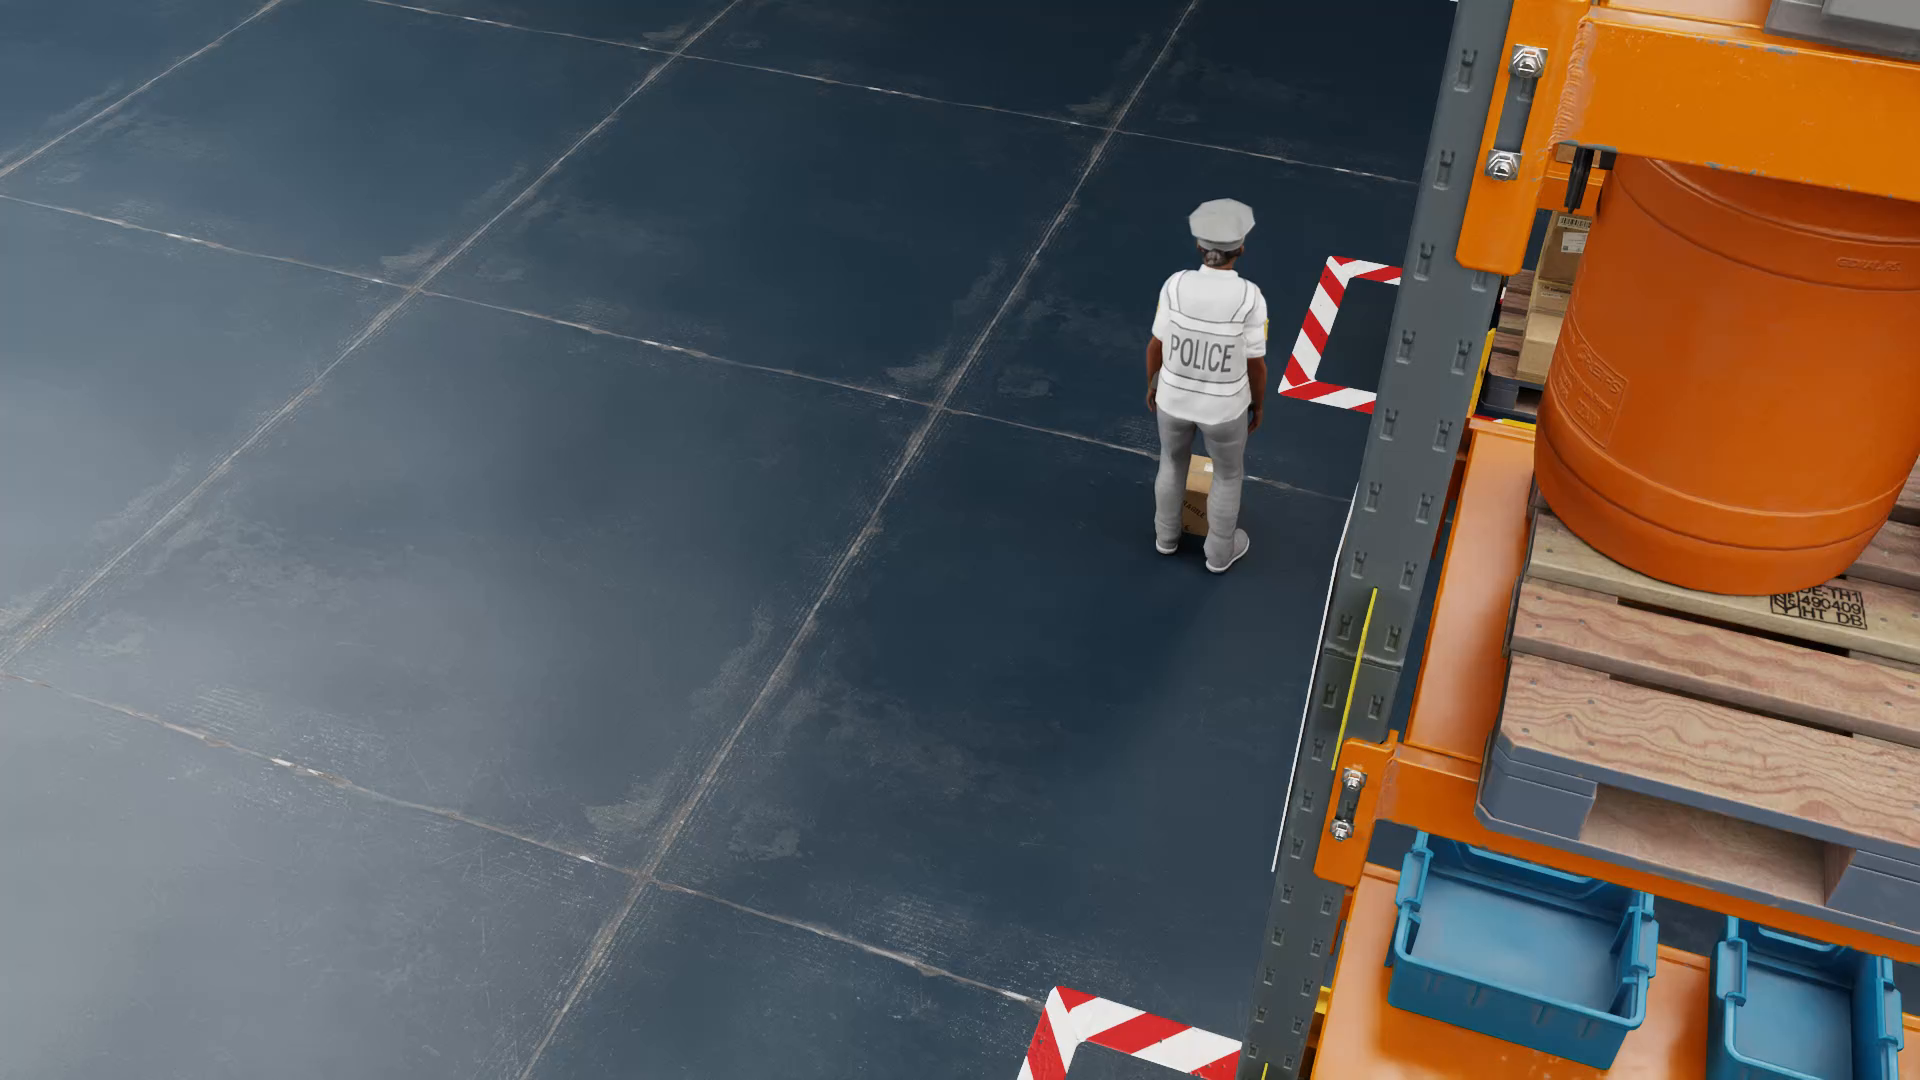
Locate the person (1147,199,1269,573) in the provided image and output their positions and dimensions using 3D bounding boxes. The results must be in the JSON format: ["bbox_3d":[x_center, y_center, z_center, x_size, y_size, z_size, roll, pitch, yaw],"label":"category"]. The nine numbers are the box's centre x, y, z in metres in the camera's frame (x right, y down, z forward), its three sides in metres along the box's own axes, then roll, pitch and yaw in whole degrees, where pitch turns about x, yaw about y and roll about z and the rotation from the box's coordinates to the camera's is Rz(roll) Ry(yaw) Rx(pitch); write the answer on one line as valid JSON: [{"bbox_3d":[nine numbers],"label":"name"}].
[{"bbox_3d":[1.007,-0.582,6.811,0.507,1.660,0.415,14,44,15],"label":"person"}]
